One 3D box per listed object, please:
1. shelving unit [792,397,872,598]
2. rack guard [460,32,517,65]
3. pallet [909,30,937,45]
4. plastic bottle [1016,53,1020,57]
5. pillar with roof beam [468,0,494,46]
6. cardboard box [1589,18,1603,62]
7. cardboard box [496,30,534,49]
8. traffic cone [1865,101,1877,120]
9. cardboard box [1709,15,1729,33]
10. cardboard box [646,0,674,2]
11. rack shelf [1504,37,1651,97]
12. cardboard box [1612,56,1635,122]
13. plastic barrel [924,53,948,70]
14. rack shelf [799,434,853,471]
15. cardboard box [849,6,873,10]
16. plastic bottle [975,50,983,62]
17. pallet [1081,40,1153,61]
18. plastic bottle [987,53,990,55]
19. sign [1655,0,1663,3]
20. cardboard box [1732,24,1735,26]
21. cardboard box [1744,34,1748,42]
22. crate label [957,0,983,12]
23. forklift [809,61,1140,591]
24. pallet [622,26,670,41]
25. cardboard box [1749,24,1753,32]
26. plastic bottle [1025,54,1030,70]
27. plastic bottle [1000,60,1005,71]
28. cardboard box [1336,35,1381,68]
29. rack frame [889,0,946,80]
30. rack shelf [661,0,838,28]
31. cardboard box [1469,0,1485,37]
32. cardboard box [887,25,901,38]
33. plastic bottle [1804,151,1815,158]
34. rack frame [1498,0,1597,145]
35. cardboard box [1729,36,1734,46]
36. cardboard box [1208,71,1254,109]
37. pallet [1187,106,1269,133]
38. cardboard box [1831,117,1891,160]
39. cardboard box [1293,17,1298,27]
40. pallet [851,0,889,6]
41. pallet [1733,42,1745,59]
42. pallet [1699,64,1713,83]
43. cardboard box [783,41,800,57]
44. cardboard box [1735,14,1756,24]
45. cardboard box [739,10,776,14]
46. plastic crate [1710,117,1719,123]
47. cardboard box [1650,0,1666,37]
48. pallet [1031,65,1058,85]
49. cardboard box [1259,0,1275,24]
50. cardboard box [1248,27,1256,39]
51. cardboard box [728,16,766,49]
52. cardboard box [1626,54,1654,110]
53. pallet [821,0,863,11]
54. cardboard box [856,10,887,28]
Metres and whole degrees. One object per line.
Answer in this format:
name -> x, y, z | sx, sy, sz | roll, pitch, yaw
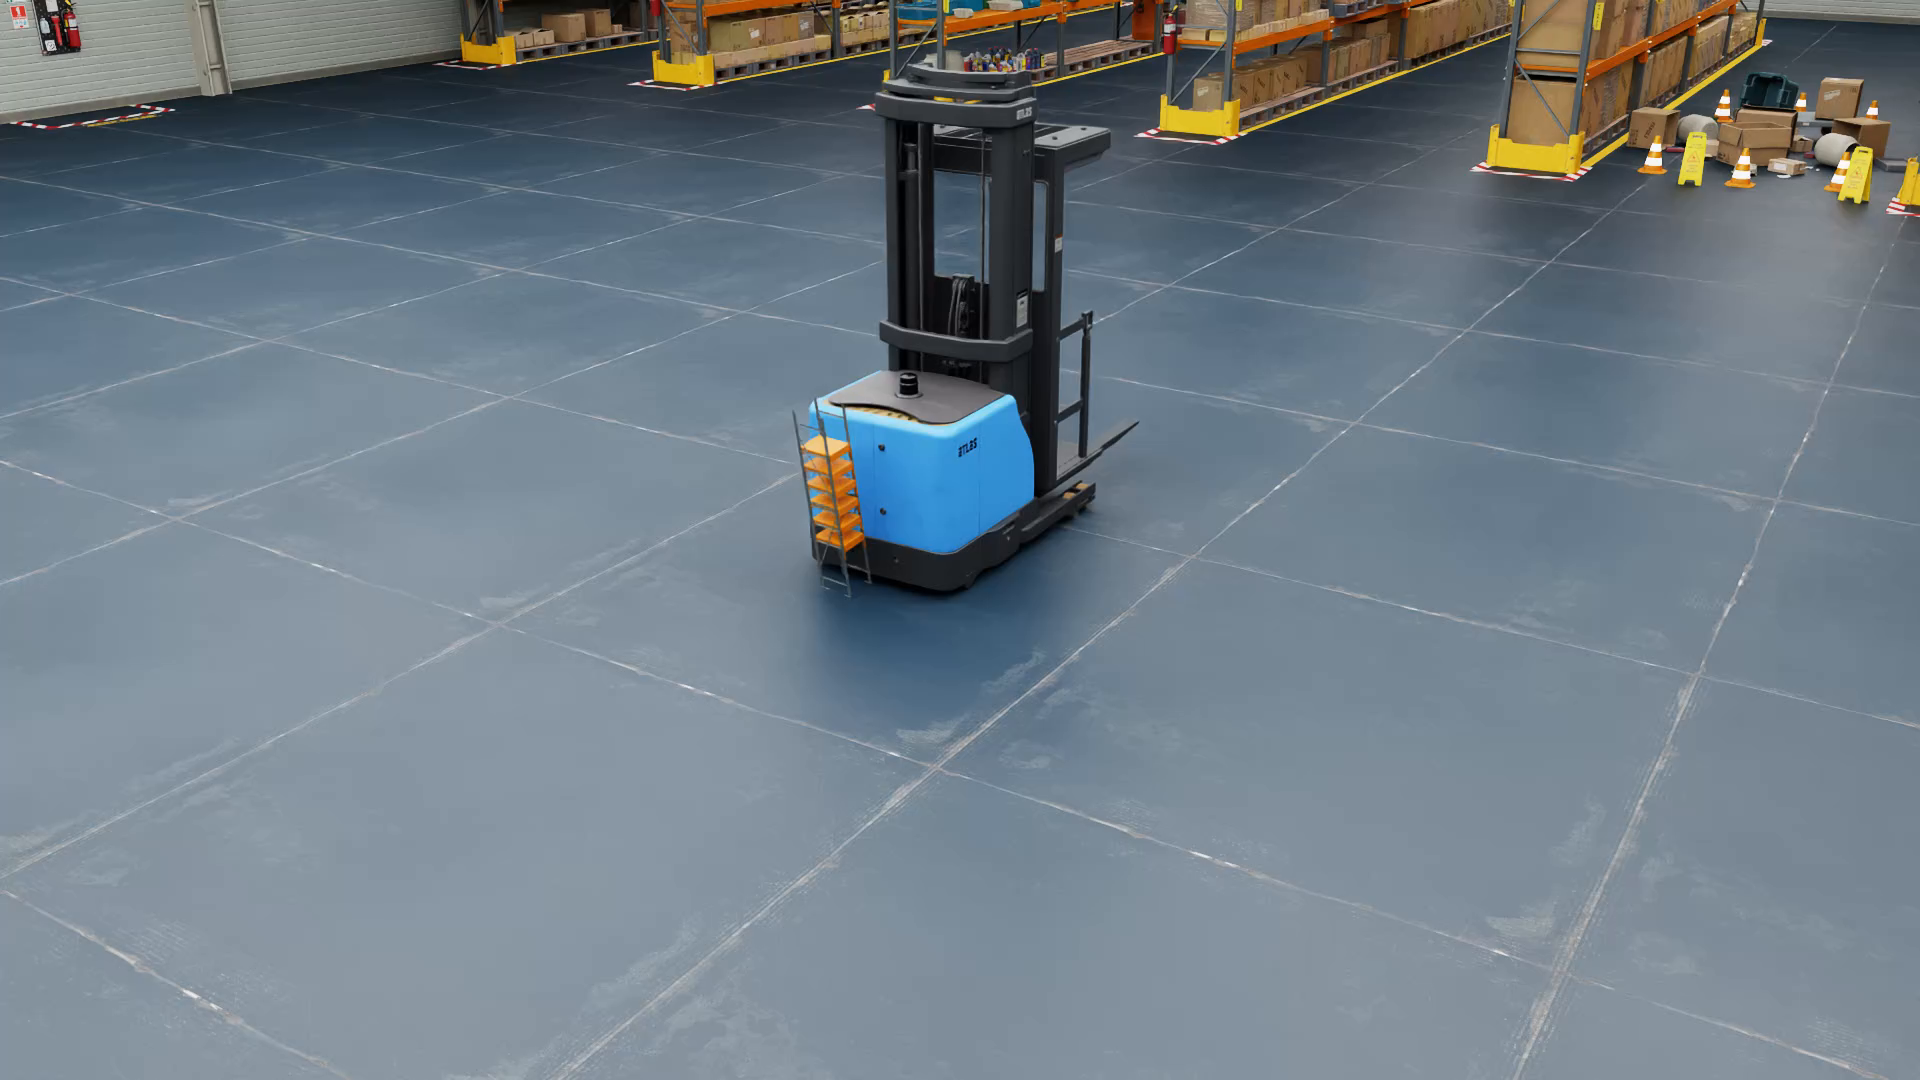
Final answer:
shelving unit -> -0.746, -0.238, 9.769 | 0.258, 1.200, 0.189 | 18, 38, 35
rack guard -> -9.061, -9.442, 31.931 | 1.175, 0.500, 0.348 | 14, 27, 29
pallet -> -1.139, -10.677, 35.148 | 1.003, 0.211, 1.213 | 14, 27, 29
plastic bottle -> 1.090, -8.469, 29.413 | 0.152, 0.276, 0.135 | 14, 27, 29
pillar with roof beam -> -5.810, -12.832, 29.064 | 9.100, 9.000, 0.400 | 14, 27, 29
cardboard box -> 8.112, -6.770, 22.423 | 0.875, 0.550, 0.550 | 14, 27, 29
cardboard box -> -8.660, -9.746, 32.318 | 0.500, 0.311, 0.500 | 11, 26, 23
traffic cone -> 13.517, -6.270, 24.652 | 0.336, 0.463, 0.334 | 14, 27, 29
cardboard box -> 13.835, -9.511, 30.619 | 0.500, 0.250, 0.500 | 13, 27, 28
cardboard box -> -6.388, -11.714, 35.681 | 0.500, 0.250, 0.500 | 13, 27, 28
rack shelf -> 8.738, -6.721, 23.404 | 1.077, 0.370, 4.000 | 14, 27, 29
cardboard box -> 9.402, -6.746, 24.703 | 0.875, 0.875, 0.875 | 14, 27, 30
plastic barrel -> -0.403, -7.776, 27.540 | 0.421, 0.512, 0.421 | 0, 23, 0
rack shelf -> -0.778, -0.508, 9.609 | 0.258, 0.103, 0.180 | 18, 38, 35
cardboard box -> -2.008, -10.775, 34.091 | 0.500, 0.311, 0.500 | 13, 27, 28
plastic bottle -> 0.323, -8.431, 29.230 | 0.144, 0.351, 0.185 | 14, 27, 29
pallet -> 3.093, -9.654, 32.785 | 1.003, 0.211, 1.213 | 14, 27, 29
plastic bottle -> 0.501, -8.480, 29.444 | 0.097, 0.271, 0.097 | 0, 23, 0
sign -> 10.266, -8.044, 24.365 | 0.100, 0.325, 0.005 | 14, 27, 29
cardboard box -> 14.776, -9.925, 32.212 | 0.380, 0.149, 0.250 | 13, 27, 28
cardboard box -> 15.560, -10.075, 33.306 | 0.380, 0.149, 0.250 | 13, 26, 27
crate label -> 0.056, -9.181, 28.138 | 0.502, 0.435, 0.616 | 14, 27, 29
forklift -> 0.263, -1.583, 10.717 | 1.130, 2.935, 3.031 | 13, 27, 28
pallet -> -6.582, -10.897, 35.656 | 1.003, 0.211, 1.213 | 14, 27, 29
cardboard box -> 15.815, -10.383, 33.645 | 0.380, 0.149, 0.250 | 13, 26, 27
plastic bottle -> 1.178, -8.386, 29.212 | 0.061, 0.283, 0.133 | 16, 28, 32
plastic bottle -> 0.717, -8.099, 28.564 | 0.097, 0.271, 0.097 | 0, 23, 0
cardboard box -> 7.125, -8.784, 29.858 | 0.700, 0.500, 0.500 | 11, 26, 25
rack frame -> -0.685, -8.487, 26.580 | 1.000, 3.000, 0.127 | 14, 27, 29
rack shelf -> -3.836, -9.871, 30.682 | 1.077, 0.370, 4.000 | 14, 27, 29
cardboard box -> 10.269, -10.923, 34.352 | 0.875, 0.875, 0.875 | 14, 27, 29
cardboard box -> -1.547, -10.411, 33.955 | 0.500, 0.250, 0.500 | 14, 27, 30
plastic bottle -> 11.778, -5.332, 22.989 | 0.133, 0.061, 0.283 | 20, 30, 38
rack frame -> 7.683, -6.376, 21.702 | 1.000, 3.000, 0.127 | 14, 27, 29
cardboard box -> 14.476, -9.502, 31.609 | 0.380, 0.149, 0.250 | 15, 28, 31
cardboard box -> 4.153, -6.911, 25.556 | 0.500, 0.500, 0.500 | -20, 31, -39
pallet -> 4.022, -6.462, 25.411 | 1.003, 0.211, 1.213 | 14, 27, 29
cardboard box -> 12.331, -5.500, 22.823 | 0.500, 0.500, 0.500 | -7, 24, -17
cardboard box -> 5.068, -8.138, 26.090 | 0.380, 0.149, 0.250 | 14, 27, 29
pallet -> -2.304, -13.574, 41.840 | 1.003, 0.211, 1.213 | 14, 27, 29
pallet -> 14.980, -9.794, 33.107 | 1.003, 0.211, 1.213 | 14, 27, 29
pallet -> 12.961, -8.470, 30.049 | 1.003, 0.211, 1.213 | 14, 27, 29
cardboard box -> -3.363, -9.267, 31.312 | 0.500, 0.250, 0.500 | 14, 27, 29
cardboard box -> 15.849, -10.515, 33.574 | 0.380, 0.149, 0.250 | 13, 27, 28
cardboard box -> -3.819, -9.723, 31.423 | 0.500, 0.500, 0.500 | 14, 27, 29
plastic crate -> 10.815, -6.129, 24.598 | 0.662, 0.188, 0.450 | -12, 16, -26
cardboard box -> 10.299, -7.893, 25.081 | 0.500, 0.500, 0.500 | 14, 27, 30
pallet -> 1.035, -8.340, 29.749 | 1.003, 0.211, 1.213 | 14, 27, 29
cardboard box -> 4.299, -8.165, 25.335 | 0.875, 0.500, 0.500 | 14, 27, 29
cardboard box -> 4.169, -7.542, 24.712 | 0.380, 0.149, 0.250 | 14, 27, 29
cardboard box -> -3.904, -9.277, 30.391 | 0.500, 0.500, 0.500 | 14, 27, 29
cardboard box -> 10.044, -7.114, 25.712 | 1.050, 0.750, 0.750 | 14, 27, 29
pallet -> -3.115, -13.058, 40.647 | 1.003, 0.211, 1.213 | 14, 27, 29
cardboard box -> -1.811, -10.495, 33.444 | 0.500, 0.311, 0.500 | 13, 27, 27
